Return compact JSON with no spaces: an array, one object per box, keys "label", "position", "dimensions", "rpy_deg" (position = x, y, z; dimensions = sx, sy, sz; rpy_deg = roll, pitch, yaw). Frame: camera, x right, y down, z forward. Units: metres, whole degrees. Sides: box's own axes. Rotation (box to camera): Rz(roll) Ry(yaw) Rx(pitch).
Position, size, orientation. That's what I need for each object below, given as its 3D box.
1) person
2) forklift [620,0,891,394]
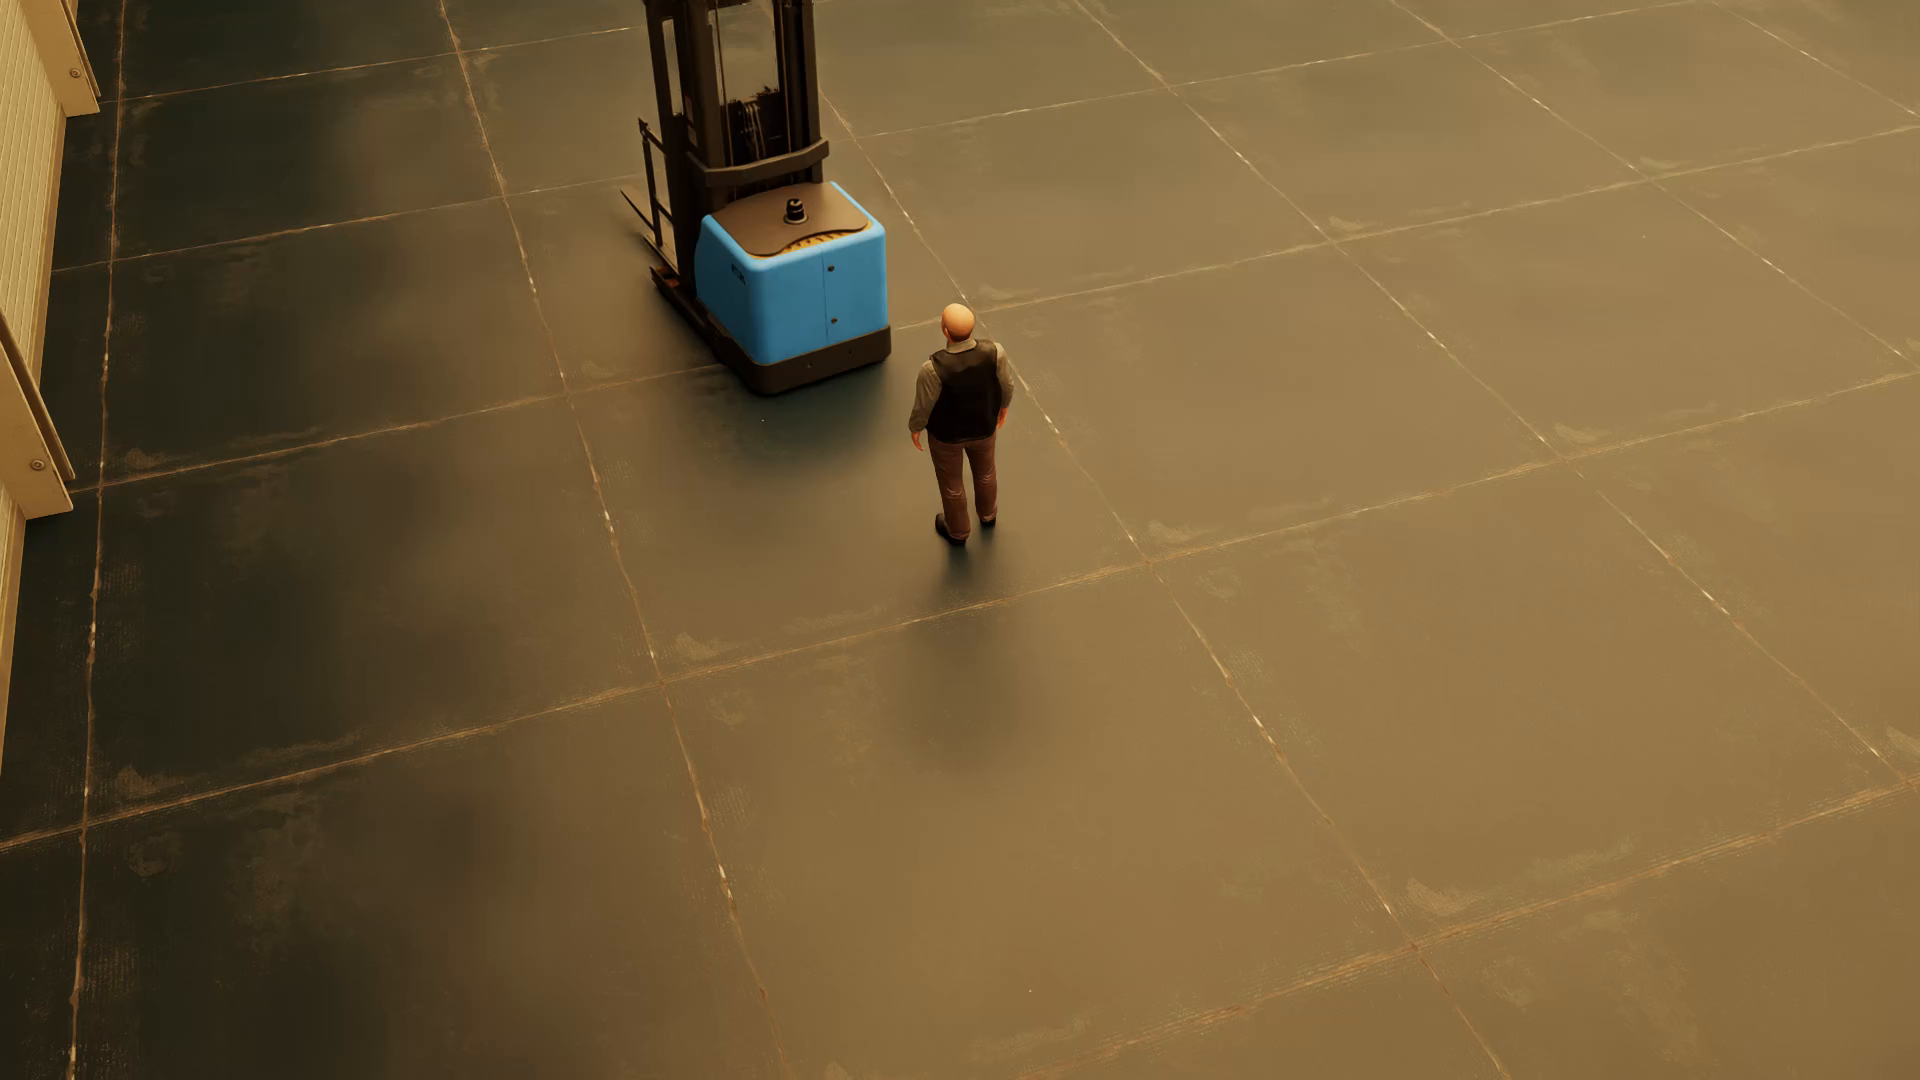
[{"label":"person","position":[-0.013,-0.704,9.764],"dimensions":[0.632,1.720,0.568],"rpy_deg":[-13,42,-15]},{"label":"forklift","position":[-1.664,-3.045,11.623],"dimensions":[1.130,2.935,3.031],"rpy_deg":[-21,44,-23]}]
